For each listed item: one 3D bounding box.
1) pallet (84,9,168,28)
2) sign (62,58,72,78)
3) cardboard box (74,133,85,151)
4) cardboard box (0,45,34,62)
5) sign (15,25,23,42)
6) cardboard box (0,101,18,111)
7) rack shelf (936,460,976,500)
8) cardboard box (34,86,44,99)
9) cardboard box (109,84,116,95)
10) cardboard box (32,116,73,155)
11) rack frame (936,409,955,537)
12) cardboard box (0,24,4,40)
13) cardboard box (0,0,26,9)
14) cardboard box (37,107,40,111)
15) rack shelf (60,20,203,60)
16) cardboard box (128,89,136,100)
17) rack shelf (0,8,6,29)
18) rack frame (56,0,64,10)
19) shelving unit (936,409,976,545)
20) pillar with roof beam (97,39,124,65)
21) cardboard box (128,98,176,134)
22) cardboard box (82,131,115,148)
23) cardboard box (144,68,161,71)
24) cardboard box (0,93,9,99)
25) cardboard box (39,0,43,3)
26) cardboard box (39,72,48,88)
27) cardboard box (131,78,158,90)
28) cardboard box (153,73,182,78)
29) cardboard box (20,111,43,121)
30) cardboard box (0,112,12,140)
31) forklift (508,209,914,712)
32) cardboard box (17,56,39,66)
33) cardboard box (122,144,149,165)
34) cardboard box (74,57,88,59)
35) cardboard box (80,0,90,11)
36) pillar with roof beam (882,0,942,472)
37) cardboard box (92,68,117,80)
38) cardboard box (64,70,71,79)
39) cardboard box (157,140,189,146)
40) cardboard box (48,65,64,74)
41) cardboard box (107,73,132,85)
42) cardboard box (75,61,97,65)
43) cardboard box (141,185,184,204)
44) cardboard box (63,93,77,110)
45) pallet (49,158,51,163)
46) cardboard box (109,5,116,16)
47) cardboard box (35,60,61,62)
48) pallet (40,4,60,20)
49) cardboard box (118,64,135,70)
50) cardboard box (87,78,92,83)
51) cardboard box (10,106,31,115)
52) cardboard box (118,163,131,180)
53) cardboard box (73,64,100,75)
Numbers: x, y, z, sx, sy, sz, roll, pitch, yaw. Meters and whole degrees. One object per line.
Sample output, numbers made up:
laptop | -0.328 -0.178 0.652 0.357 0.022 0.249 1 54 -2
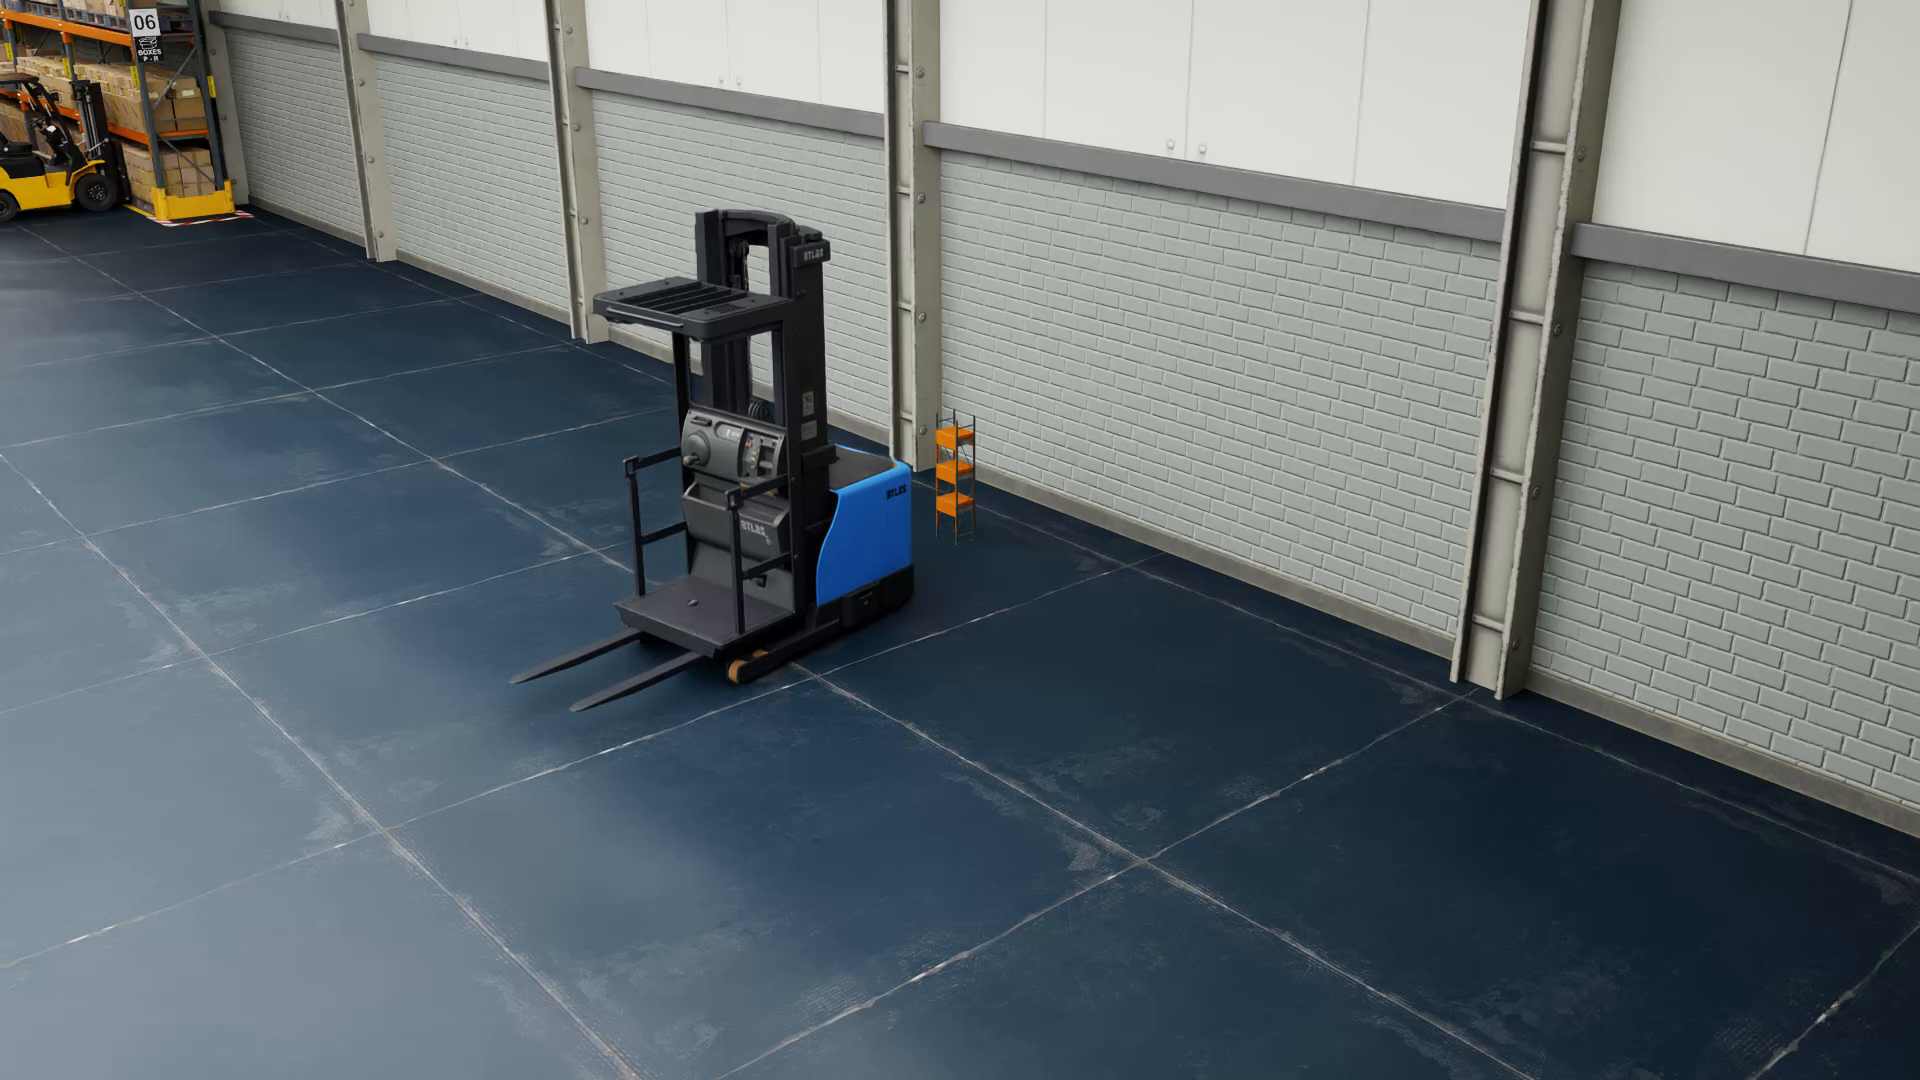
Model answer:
pallet | -13.626 -8.562 27.239 1.003 0.211 1.213 -17 27 -37
sign | -15.400 -8.143 28.683 0.100 0.325 0.005 -17 27 -37
cardboard box | -15.344 -7.004 29.934 0.875 0.625 0.625 -16 26 -35
cardboard box | -18.811 -9.529 32.982 0.797 0.503 0.637 -18 28 -39
sign | -19.799 -10.655 34.988 0.100 0.325 0.005 -17 27 -37
cardboard box | -19.445 -8.878 33.999 0.380 0.149 0.250 -18 27 -38
rack shelf | -0.035 -0.494 13.334 0.215 0.259 0.240 -17 27 -37
cardboard box | -16.835 -8.347 30.887 0.500 0.250 0.500 -19 28 -39
cardboard box | -13.678 -7.394 27.222 0.380 0.149 0.250 -17 27 -37
cardboard box | -17.209 -7.792 31.946 0.875 0.625 0.625 -16 27 -36
rack frame | -0.115 -0.537 13.416 0.200 1.050 0.008 -17 27 -37
cardboard box | -20.987 -10.876 35.908 0.500 0.500 0.500 -18 28 -39
cardboard box | -18.125 -10.289 31.733 0.500 0.250 0.500 -19 28 -39
cardboard box | -18.400 -8.717 33.590 0.380 0.149 0.250 -18 28 -39
rack shelf | -13.689 -8.282 27.390 1.077 0.370 4.000 -17 27 -37
cardboard box | -13.012 -7.109 26.495 0.380 0.149 0.250 -17 27 -37
rack shelf | -18.911 -10.492 33.033 1.077 0.370 4.000 -17 27 -37
rack frame | -14.995 -10.566 28.122 1.000 3.000 0.127 -17 27 -37
shelving unit | -0.035 -0.504 13.330 0.215 1.050 0.252 -17 27 -37
pillar with roof beam | -19.333 -10.501 27.955 9.100 9.000 0.400 -17 27 -37
cardboard box | -12.904 -6.788 26.564 0.500 0.500 0.500 -18 28 -39
cardboard box | -14.917 -6.945 28.927 0.500 0.250 0.500 -18 28 -38
cardboard box | -13.604 -7.805 27.863 0.380 0.149 0.250 -16 27 -36
cardboard box | -19.978 -9.232 34.497 0.380 0.149 0.250 -19 28 -40
cardboard box | -15.943 -9.526 29.211 0.380 0.149 0.250 -18 27 -38
cardboard box | -16.495 -8.438 30.434 0.500 0.250 0.500 -17 27 -37
cardboard box | -12.962 -7.264 26.484 0.380 0.149 0.250 -17 27 -37
cardboard box | -12.920 -7.520 27.137 0.380 0.149 0.250 -17 27 -37
cardboard box | -18.120 -8.288 32.493 0.380 0.149 0.250 -19 28 -40
cardboard box | -19.060 -8.399 33.667 0.500 0.500 0.500 -19 28 -39
forklift | -1.661 -0.609 11.021 1.130 2.935 3.031 17 27 36
cardboard box | -17.621 -9.068 31.498 0.380 0.149 0.250 -16 27 -36
cardboard box | -13.595 -6.378 27.479 0.500 0.250 0.500 -17 27 -37
cardboard box | -16.649 -9.002 31.328 0.380 0.149 0.250 -18 28 -38
cardboard box | -14.256 -8.867 27.367 0.396 0.266 0.258 -18 28 -39
pillar with roof beam | -3.667 -3.870 11.026 9.100 9.000 0.400 -17 27 -37
cardboard box | -14.319 -7.821 27.906 0.380 0.149 0.250 -18 28 -38
cardboard box | -15.568 -8.230 29.357 0.380 0.149 0.250 -18 28 -38
cardboard box | -13.201 -6.504 27.801 0.500 0.250 0.500 -18 27 -38
cardboard box | -16.242 -8.509 30.069 0.380 0.149 0.250 -17 27 -37
cardboard box | -13.686 -7.532 27.168 0.380 0.149 0.250 -17 27 -36
cardboard box | -16.022 -8.702 30.562 0.380 0.149 0.250 -17 27 -37
cardboard box | -12.930 -5.638 26.959 0.500 0.250 0.500 -17 27 -37
cardboard box | -15.522 -7.780 29.440 0.500 0.250 0.500 -17 27 -36
pallet | -16.306 -7.006 31.082 1.003 0.211 1.213 -17 27 -37
cardboard box | -13.155 -8.346 26.199 0.380 0.149 0.250 -18 28 -39
cardboard box | -16.892 -8.799 30.809 0.380 0.149 0.250 -17 27 -37
pallet | -15.580 -9.321 29.318 0.805 0.209 1.217 -19 28 -39
cardboard box | -14.242 -8.095 28.603 0.380 0.149 0.250 -18 28 -38
cardboard box | -14.520 -7.748 28.127 0.380 0.149 0.250 -17 27 -36
cardboard box | -18.761 -8.592 33.269 0.380 0.149 0.250 -18 28 -38
cardboard box | -13.610 -6.155 27.594 0.500 0.250 0.500 -18 28 -39
cardboard box | -15.012 -8.101 28.620 0.380 0.149 0.250 -17 27 -36
